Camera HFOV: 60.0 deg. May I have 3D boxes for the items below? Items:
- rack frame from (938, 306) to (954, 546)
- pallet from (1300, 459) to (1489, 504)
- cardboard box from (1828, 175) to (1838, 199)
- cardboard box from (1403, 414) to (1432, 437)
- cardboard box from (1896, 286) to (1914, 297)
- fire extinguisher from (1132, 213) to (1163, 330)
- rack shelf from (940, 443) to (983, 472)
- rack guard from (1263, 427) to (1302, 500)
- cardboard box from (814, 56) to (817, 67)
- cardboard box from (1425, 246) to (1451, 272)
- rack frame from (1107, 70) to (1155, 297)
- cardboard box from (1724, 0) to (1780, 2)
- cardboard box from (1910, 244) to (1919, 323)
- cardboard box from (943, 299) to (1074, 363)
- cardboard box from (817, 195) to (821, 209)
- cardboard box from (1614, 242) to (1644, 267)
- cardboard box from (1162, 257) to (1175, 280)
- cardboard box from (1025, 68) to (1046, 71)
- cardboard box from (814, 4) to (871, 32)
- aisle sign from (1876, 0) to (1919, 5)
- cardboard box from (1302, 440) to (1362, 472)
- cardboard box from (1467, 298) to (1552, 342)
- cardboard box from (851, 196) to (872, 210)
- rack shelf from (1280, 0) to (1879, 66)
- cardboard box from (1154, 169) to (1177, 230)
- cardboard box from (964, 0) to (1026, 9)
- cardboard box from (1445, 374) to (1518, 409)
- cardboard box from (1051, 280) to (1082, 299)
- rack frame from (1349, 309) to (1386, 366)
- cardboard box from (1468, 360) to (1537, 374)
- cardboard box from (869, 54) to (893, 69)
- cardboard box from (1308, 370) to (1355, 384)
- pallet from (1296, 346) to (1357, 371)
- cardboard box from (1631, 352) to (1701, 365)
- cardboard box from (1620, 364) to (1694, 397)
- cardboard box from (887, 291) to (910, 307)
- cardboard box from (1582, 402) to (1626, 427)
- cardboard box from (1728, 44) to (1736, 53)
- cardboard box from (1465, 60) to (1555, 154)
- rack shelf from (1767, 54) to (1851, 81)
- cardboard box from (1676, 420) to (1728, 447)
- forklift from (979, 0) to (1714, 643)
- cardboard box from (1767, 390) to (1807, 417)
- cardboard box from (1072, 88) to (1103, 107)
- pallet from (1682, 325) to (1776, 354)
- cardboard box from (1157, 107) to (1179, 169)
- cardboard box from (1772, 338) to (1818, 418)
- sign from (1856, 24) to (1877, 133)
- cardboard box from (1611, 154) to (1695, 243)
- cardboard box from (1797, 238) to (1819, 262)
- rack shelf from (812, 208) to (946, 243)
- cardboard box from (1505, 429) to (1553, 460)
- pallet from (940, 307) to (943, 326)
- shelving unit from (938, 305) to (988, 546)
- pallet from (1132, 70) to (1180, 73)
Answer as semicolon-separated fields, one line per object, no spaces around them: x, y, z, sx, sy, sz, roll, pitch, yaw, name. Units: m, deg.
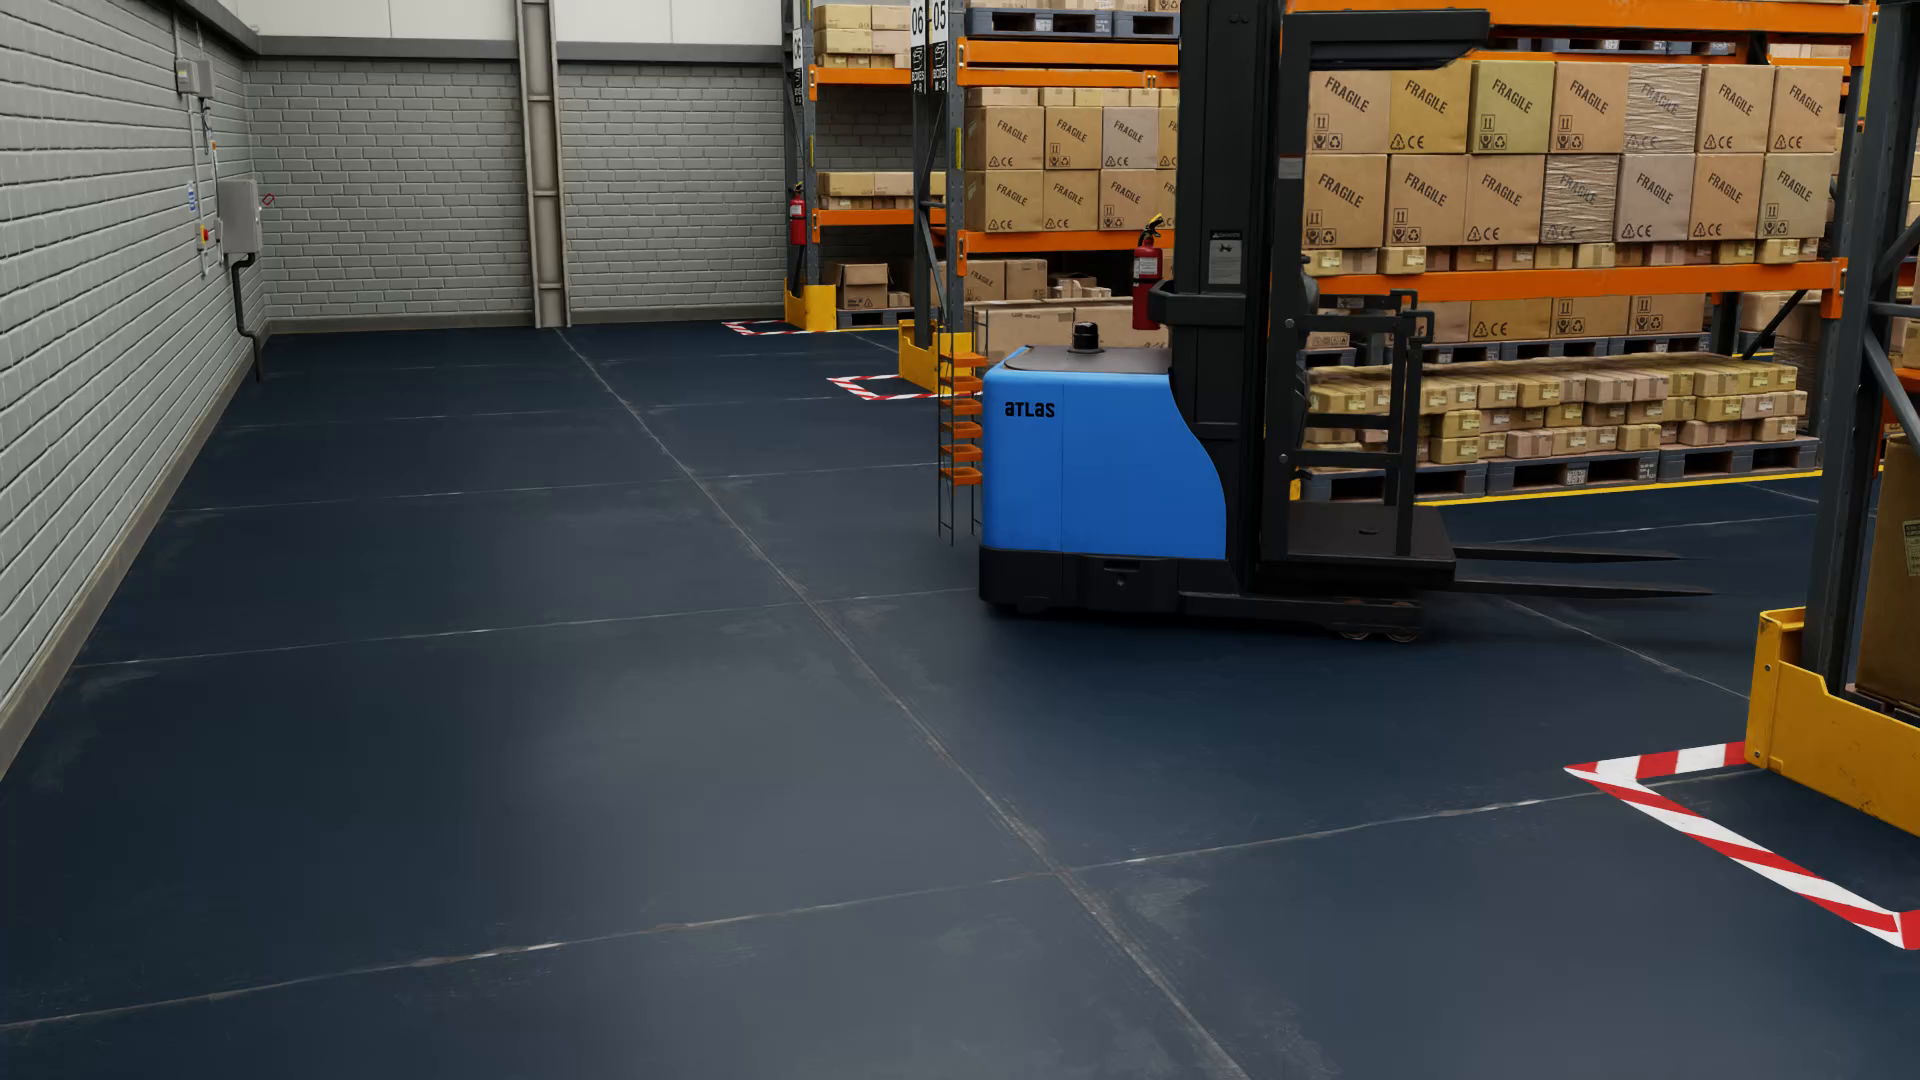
-0.073;-0.578;8.480;0.006;1.200;0.240;-4;14;-18;rack frame
2.343;-0.416;9.935;1.213;0.211;1.003;-4;14;-18;pallet
5.595;-2.309;10.862;0.250;0.149;0.380;-4;14;-16;cardboard box
2.550;-0.705;9.733;0.250;0.149;0.380;-4;14;-17;cardboard box
9.354;-2.460;17.273;0.625;0.372;0.950;-4;14;-16;cardboard box
1.104;-1.578;9.769;0.183;0.674;0.296;-4;14;-18;fire extinguisher
0.014;-0.425;8.546;0.180;0.103;0.258;-4;14;-18;rack shelf
1.562;-0.504;9.683;0.348;0.500;1.175;-4;14;-18;rack guard
-1.541;-5.293;18.473;0.250;0.149;0.380;-4;14;-17;cardboard box
2.604;-1.630;9.555;0.250;0.149;0.380;-4;14;-15;cardboard box
2.020;-4.177;19.719;0.127;3.000;1.000;-4;14;-18;rack frame
4.425;-3.267;9.736;0.500;0.250;0.500;-4;14;-18;cardboard box
3.351;-0.785;5.143;0.500;0.250;0.500;-5;14;-19;cardboard box
0.409;-1.821;14.447;0.875;0.438;0.875;-5;14;-20;cardboard box
-1.542;-3.842;18.858;0.250;0.149;0.380;-5;14;-19;cardboard box
3.845;-1.719;9.928;0.250;0.149;0.380;-5;14;-19;cardboard box
2.550;-3.151;19.903;0.500;0.500;0.500;-4;14;-16;cardboard box
0.786;-5.357;18.741;0.250;0.149;0.380;-4;14;-16;cardboard box
-1.270;-5.633;17.962;0.500;0.250;0.500;-5;14;-19;cardboard box
2.812;-1.945;4.719;0.004;0.787;0.394;-4;14;-18;aisle sign
2.089;-0.501;9.518;0.250;0.149;0.380;-4;14;-17;cardboard box
5.023;-2.390;15.895;0.875;0.875;0.875;-4;14;-16;cardboard box
-1.146;-3.752;18.478;0.250;0.149;0.380;-4;14;-17;cardboard box
3.386;-2.972;9.726;4.000;0.370;1.077;-4;14;-18;rack shelf
1.790;-2.932;14.270;0.500;0.500;0.500;-4;14;-16;cardboard box
0.213;-4.485;13.735;0.500;0.250;0.500;-6;15;-23;cardboard box
3.072;-0.878;9.819;0.250;0.149;0.380;-4;14;-16;cardboard box
1.247;-2.919;19.433;0.258;0.266;0.396;-4;14;-16;cardboard box
3.607;-3.088;15.144;0.127;3.000;1.000;-4;14;-18;rack frame
3.399;-1.027;10.446;0.250;0.149;0.380;-4;14;-18;cardboard box
-0.906;-5.231;18.214;0.250;0.149;0.380;-4;14;-18;cardboard box
2.168;-0.922;10.005;0.250;0.149;0.380;-4;14;-17;cardboard box
2.861;-1.693;15.303;1.213;0.211;1.003;-4;14;-18;pallet
4.609;-1.129;10.877;0.250;0.149;0.380;-4;14;-15;cardboard box
4.293;-0.984;10.265;0.250;0.149;0.380;-4;14;-16;cardboard box
-0.746;-2.746;18.958;0.250;0.149;0.380;-5;14;-20;cardboard box
3.819;-0.797;10.123;0.250;0.149;0.380;-5;14;-21;cardboard box
7.629;-4.790;16.358;0.250;0.149;0.380;-4;14;-18;cardboard box
2.977;-2.442;9.406;0.500;0.500;0.500;-5;14;-19;cardboard box
9.293;-4.640;16.742;4.000;0.370;1.077;-4;14;-18;rack shelf
4.515;-0.689;10.311;0.250;0.149;0.380;-5;14;-20;cardboard box
1.653;-1.137;7.088;3.031;2.935;1.130;3;14;11;forklift
5.084;-0.879;10.467;0.250;0.149;0.380;-4;14;-17;cardboard box
0.993;-3.661;13.775;0.250;0.149;0.380;-5;14;-20;cardboard box
8.139;-2.084;16.949;1.213;0.211;1.003;-4;14;-18;pallet
1.807;-3.417;14.151;0.500;0.500;0.500;-4;14;-18;cardboard box
5.902;-1.108;11.313;0.500;0.500;0.500;-5;14;-19;cardboard box
2.816;-1.418;5.108;0.005;0.325;0.100;-4;14;-18;sign
3.949;-2.031;9.841;0.500;0.500;0.500;-5;14;-18;cardboard box
5.085;-1.815;10.335;0.250;0.149;0.380;-5;14;-19;cardboard box
0.125;-3.679;19.182;4.000;0.370;1.077;-4;14;-18;rack shelf
3.296;-0.592;9.901;0.250;0.149;0.380;-5;14;-21;cardboard box
0.211;-2.678;19.448;1.213;0.211;1.003;-4;14;-18;pallet
0.014;-0.585;8.508;0.189;1.200;0.258;-4;14;-18;shelving unit
2.661;-5.577;19.532;1.003;0.211;1.213;-4;14;-18;pallet
